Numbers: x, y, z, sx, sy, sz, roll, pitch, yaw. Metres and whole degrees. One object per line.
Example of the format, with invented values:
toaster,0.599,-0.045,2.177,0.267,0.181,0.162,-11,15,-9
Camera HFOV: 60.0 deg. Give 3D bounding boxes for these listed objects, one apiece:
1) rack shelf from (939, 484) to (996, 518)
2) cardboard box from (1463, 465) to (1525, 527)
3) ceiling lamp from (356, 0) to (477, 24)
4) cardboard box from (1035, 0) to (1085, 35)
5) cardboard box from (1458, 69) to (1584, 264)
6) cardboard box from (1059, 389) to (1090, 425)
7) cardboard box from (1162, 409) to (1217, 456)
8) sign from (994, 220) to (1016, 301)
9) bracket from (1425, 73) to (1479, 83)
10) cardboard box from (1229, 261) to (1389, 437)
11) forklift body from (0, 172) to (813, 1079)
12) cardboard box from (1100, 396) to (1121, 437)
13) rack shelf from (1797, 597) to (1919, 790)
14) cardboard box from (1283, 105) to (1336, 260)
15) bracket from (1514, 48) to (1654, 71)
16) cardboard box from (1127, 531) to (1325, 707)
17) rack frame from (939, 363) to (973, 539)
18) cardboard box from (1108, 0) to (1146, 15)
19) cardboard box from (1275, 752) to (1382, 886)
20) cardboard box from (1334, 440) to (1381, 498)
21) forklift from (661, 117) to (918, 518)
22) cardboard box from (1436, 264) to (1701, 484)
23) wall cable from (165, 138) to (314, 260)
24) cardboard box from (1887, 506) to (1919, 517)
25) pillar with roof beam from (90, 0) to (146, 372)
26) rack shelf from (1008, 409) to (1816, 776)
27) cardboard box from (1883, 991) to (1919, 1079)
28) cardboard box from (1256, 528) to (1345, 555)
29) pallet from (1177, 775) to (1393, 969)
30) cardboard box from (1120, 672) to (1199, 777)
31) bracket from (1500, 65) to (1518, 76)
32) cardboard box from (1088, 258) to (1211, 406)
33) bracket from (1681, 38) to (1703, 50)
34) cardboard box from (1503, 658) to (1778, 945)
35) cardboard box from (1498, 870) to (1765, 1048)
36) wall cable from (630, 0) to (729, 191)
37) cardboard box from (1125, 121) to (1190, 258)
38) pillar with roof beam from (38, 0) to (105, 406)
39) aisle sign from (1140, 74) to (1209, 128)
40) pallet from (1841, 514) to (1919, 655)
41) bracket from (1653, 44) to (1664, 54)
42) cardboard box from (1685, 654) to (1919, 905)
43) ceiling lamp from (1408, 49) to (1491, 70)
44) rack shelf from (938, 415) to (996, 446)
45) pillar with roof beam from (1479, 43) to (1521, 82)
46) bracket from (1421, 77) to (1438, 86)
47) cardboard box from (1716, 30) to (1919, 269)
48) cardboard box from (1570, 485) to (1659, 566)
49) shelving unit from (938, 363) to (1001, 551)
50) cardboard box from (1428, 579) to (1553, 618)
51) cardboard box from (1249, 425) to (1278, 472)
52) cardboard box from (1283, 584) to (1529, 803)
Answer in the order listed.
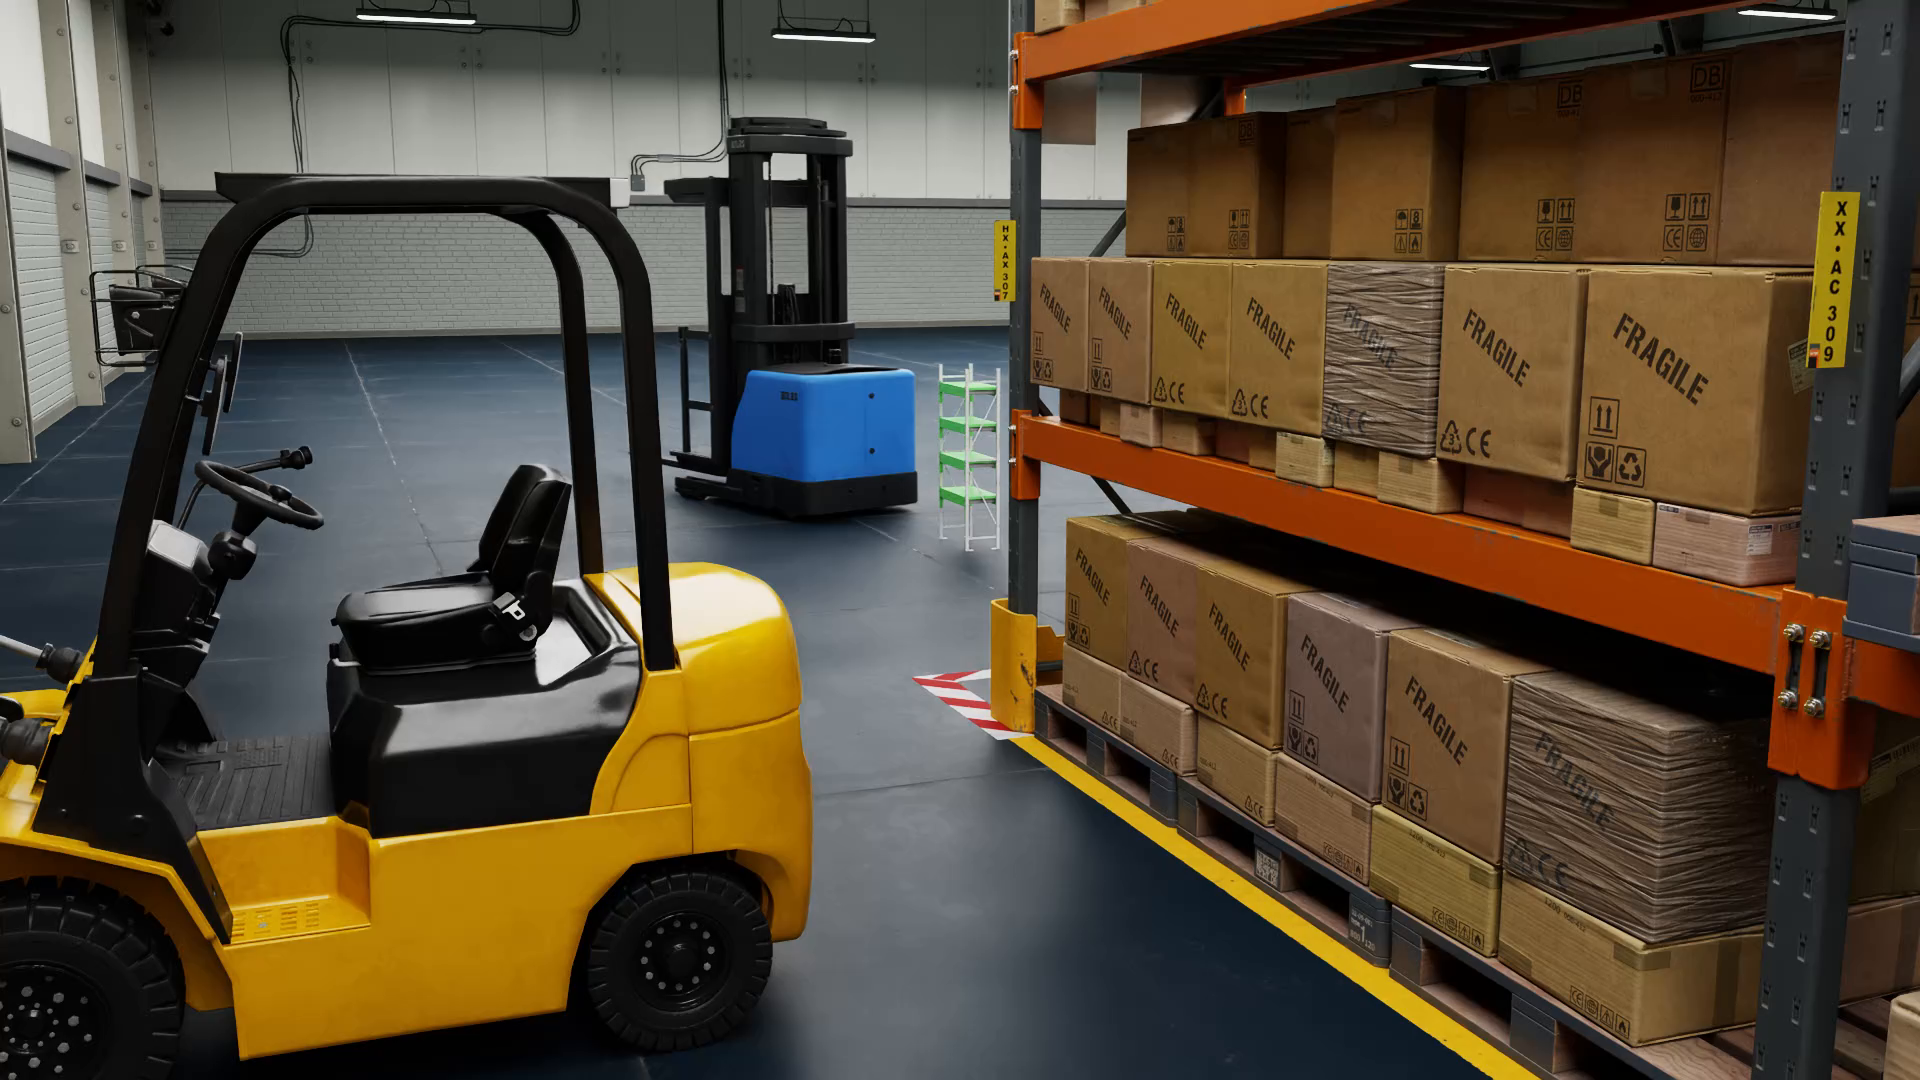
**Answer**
rack shelf,0.060,-0.265,11.216,0.258,0.148,0.480,-4,11,-21
cardboard box,1.546,-0.135,4.329,0.380,0.149,0.250,-4,11,-22
ceiling lamp,-9.565,-10.657,28.970,2.000,3.185,0.800,-4,11,-21
cardboard box,0.510,-2.027,6.403,0.380,0.149,0.250,-4,11,-21
cardboard box,1.863,-1.038,4.699,0.700,0.500,0.500,-4,11,-22
cardboard box,0.623,-0.556,6.701,0.380,0.149,0.250,-4,11,-21
cardboard box,0.922,-0.383,5.727,0.380,0.149,0.250,-4,11,-19
sign,0.187,-1.140,6.795,0.100,0.325,0.005,-4,11,-21
bracket,12.841,-12.220,44.143,0.076,0.066,3.189,-4,11,-21
cardboard box,1.174,-0.600,5.091,0.500,0.500,0.500,-4,11,-22
forklift body,-1.545,0.179,4.275,2.313,2.155,1.214,-4,11,-21
cardboard box,0.748,-0.468,6.202,0.380,0.149,0.250,-4,11,-23
rack shelf,2.867,0.585,1.622,1.077,0.370,4.000,-4,11,-21
cardboard box,1.538,-1.207,5.653,0.700,0.500,0.500,-4,11,-22
bracket,14.721,-11.373,39.384,0.076,0.066,4.783,-4,11,-21
cardboard box,0.930,0.267,5.864,0.500,0.500,0.500,-4,11,-23
rack frame,-0.028,-0.604,11.387,0.240,1.200,0.015,-4,11,-21
cardboard box,0.753,-1.945,5.939,0.380,0.149,0.250,-4,11,-19
cardboard box,1.295,0.802,4.998,0.500,0.250,0.500,-4,11,-20
cardboard box,1.305,-0.215,4.778,0.380,0.149,0.250,-4,11,-22
forklift,-1.634,-1.808,13.214,1.130,2.935,3.031,-8,13,-38
cardboard box,1.556,-0.432,4.148,0.500,0.500,0.500,-4,11,-19
wall cable,-15.227,-7.149,34.780,3.097,2.526,0.112,-4,11,-21
cardboard box,2.327,-0.044,3.819,0.380,0.149,0.250,-4,11,-21
pillar with roof beam,-9.205,-7.407,27.363,9.100,9.000,0.548,-4,11,-21
rack shelf,1.417,-0.068,5.292,1.077,0.370,4.000,-4,11,-21
cardboard box,2.334,1.077,3.107,0.950,0.372,0.625,-4,11,-20
cardboard box,1.418,0.228,6.083,0.500,0.500,0.500,-3,11,-19
pallet,1.420,0.970,5.363,1.003,0.211,1.213,-4,11,-21
cardboard box,0.905,0.631,5.958,0.500,0.250,0.500,-3,11,-19
bracket,13.787,-11.794,41.749,0.235,0.232,0.430,-4,11,-21
cardboard box,0.796,-0.765,6.022,0.500,0.500,0.500,-4,11,-19
bracket,15.961,-10.814,36.243,0.235,0.232,0.430,-4,11,-21
cardboard box,1.677,0.602,3.979,0.500,0.500,0.500,-4,11,-22
cardboard box,1.677,0.972,4.044,0.500,0.250,0.500,-3,11,-18
wall cable,-6.373,-10.952,37.583,2.305,6.003,0.169,-4,11,-21
cardboard box,1.081,-1.367,6.551,0.700,0.500,0.500,-4,11,-22
pillar with roof beam,-7.031,-6.427,21.857,9.100,9.000,0.400,-4,11,-21
aisle sign,0.940,-2.057,6.997,0.394,0.787,0.004,-4,11,-21
pallet,2.283,0.133,2.657,1.003,0.211,1.213,-4,11,-21
bracket,15.661,-10.950,37.004,0.235,0.232,0.430,-4,11,-21
cardboard box,2.180,0.569,4.170,0.500,0.500,0.500,-3,11,-18
ceiling lamp,10.744,-12.040,36.745,2.000,3.185,0.800,-4,11,-21
rack shelf,0.060,-0.737,11.132,0.258,0.148,0.480,-4,11,-21
pillar with roof beam,9.955,-9.839,41.035,9.100,9.000,0.548,-4,11,-21
bracket,12.627,-12.316,44.685,0.235,0.232,0.430,-4,11,-21
cardboard box,2.185,-0.869,3.752,0.700,0.500,0.500,-4,11,-21
cardboard box,1.645,-0.046,3.828,0.380,0.149,0.250,-4,11,-20
shelving unit,0.060,-0.564,11.163,0.258,1.200,0.503,-4,11,-21
cardboard box,1.789,0.397,5.133,0.500,0.500,0.500,-3,11,-18
cardboard box,1.142,-0.299,5.253,0.380,0.149,0.250,-4,11,-22
cardboard box,1.306,0.436,4.913,0.500,0.500,0.500,-3,11,-18
